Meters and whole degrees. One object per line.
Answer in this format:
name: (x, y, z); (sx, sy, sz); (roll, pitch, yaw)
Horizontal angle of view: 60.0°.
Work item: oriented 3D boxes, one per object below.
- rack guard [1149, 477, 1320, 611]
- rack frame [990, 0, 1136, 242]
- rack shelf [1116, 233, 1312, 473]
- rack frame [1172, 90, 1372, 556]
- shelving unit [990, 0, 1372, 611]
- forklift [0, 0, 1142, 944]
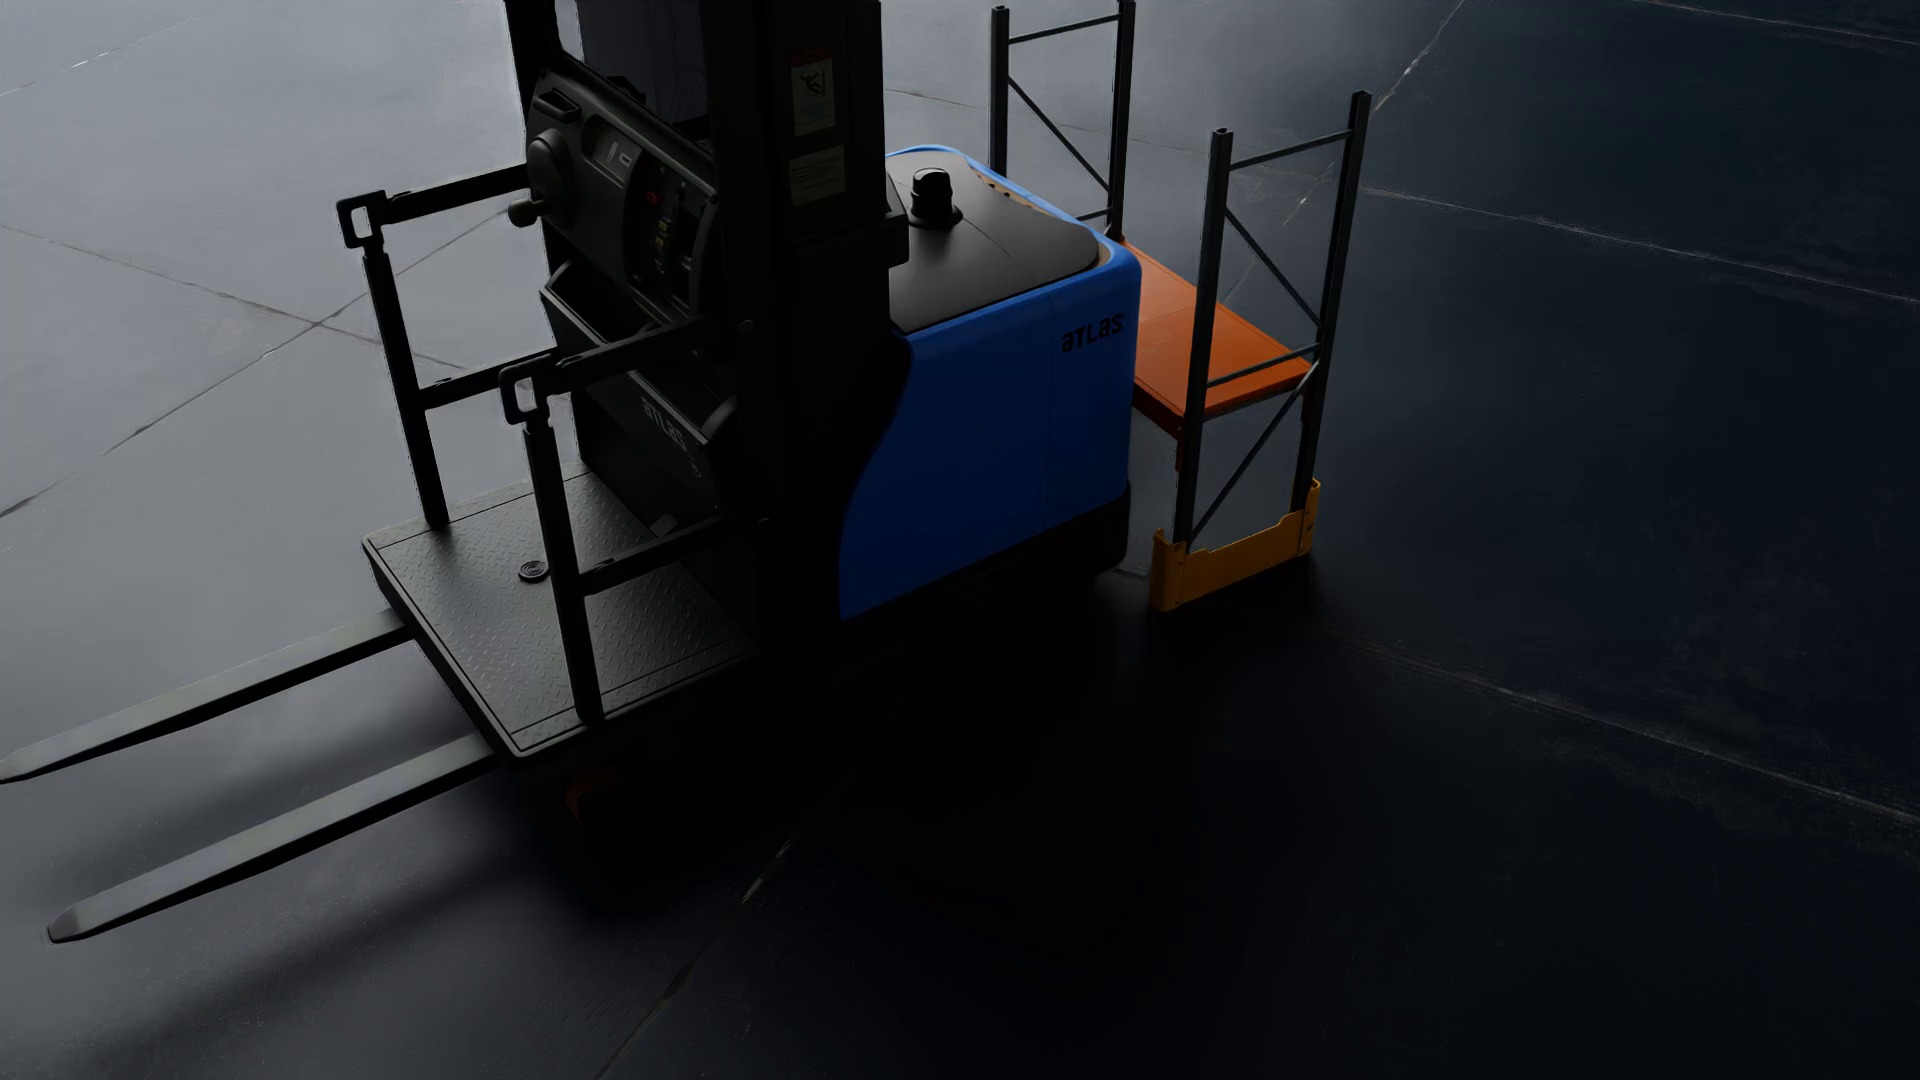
rack guard: (0.833, 0.005, 5.037); (0.587, 0.250, 0.087); (-20, 42, -25)
rack frame: (0.311, -1.007, 5.336); (0.500, 1.500, 0.032); (-20, 42, -25)
rack shelf: (0.577, -0.602, 5.100); (0.538, 0.185, 1.000); (-20, 42, -25)
rack frame: (0.843, -0.483, 4.646); (0.500, 1.500, 0.032); (-20, 42, -25)
shelving unit: (0.572, -0.750, 4.997); (0.587, 1.500, 1.083); (-20, 42, -25)
forklift: (-0.984, -0.791, 3.867); (3.031, 2.935, 1.130); (-23, 43, -28)
